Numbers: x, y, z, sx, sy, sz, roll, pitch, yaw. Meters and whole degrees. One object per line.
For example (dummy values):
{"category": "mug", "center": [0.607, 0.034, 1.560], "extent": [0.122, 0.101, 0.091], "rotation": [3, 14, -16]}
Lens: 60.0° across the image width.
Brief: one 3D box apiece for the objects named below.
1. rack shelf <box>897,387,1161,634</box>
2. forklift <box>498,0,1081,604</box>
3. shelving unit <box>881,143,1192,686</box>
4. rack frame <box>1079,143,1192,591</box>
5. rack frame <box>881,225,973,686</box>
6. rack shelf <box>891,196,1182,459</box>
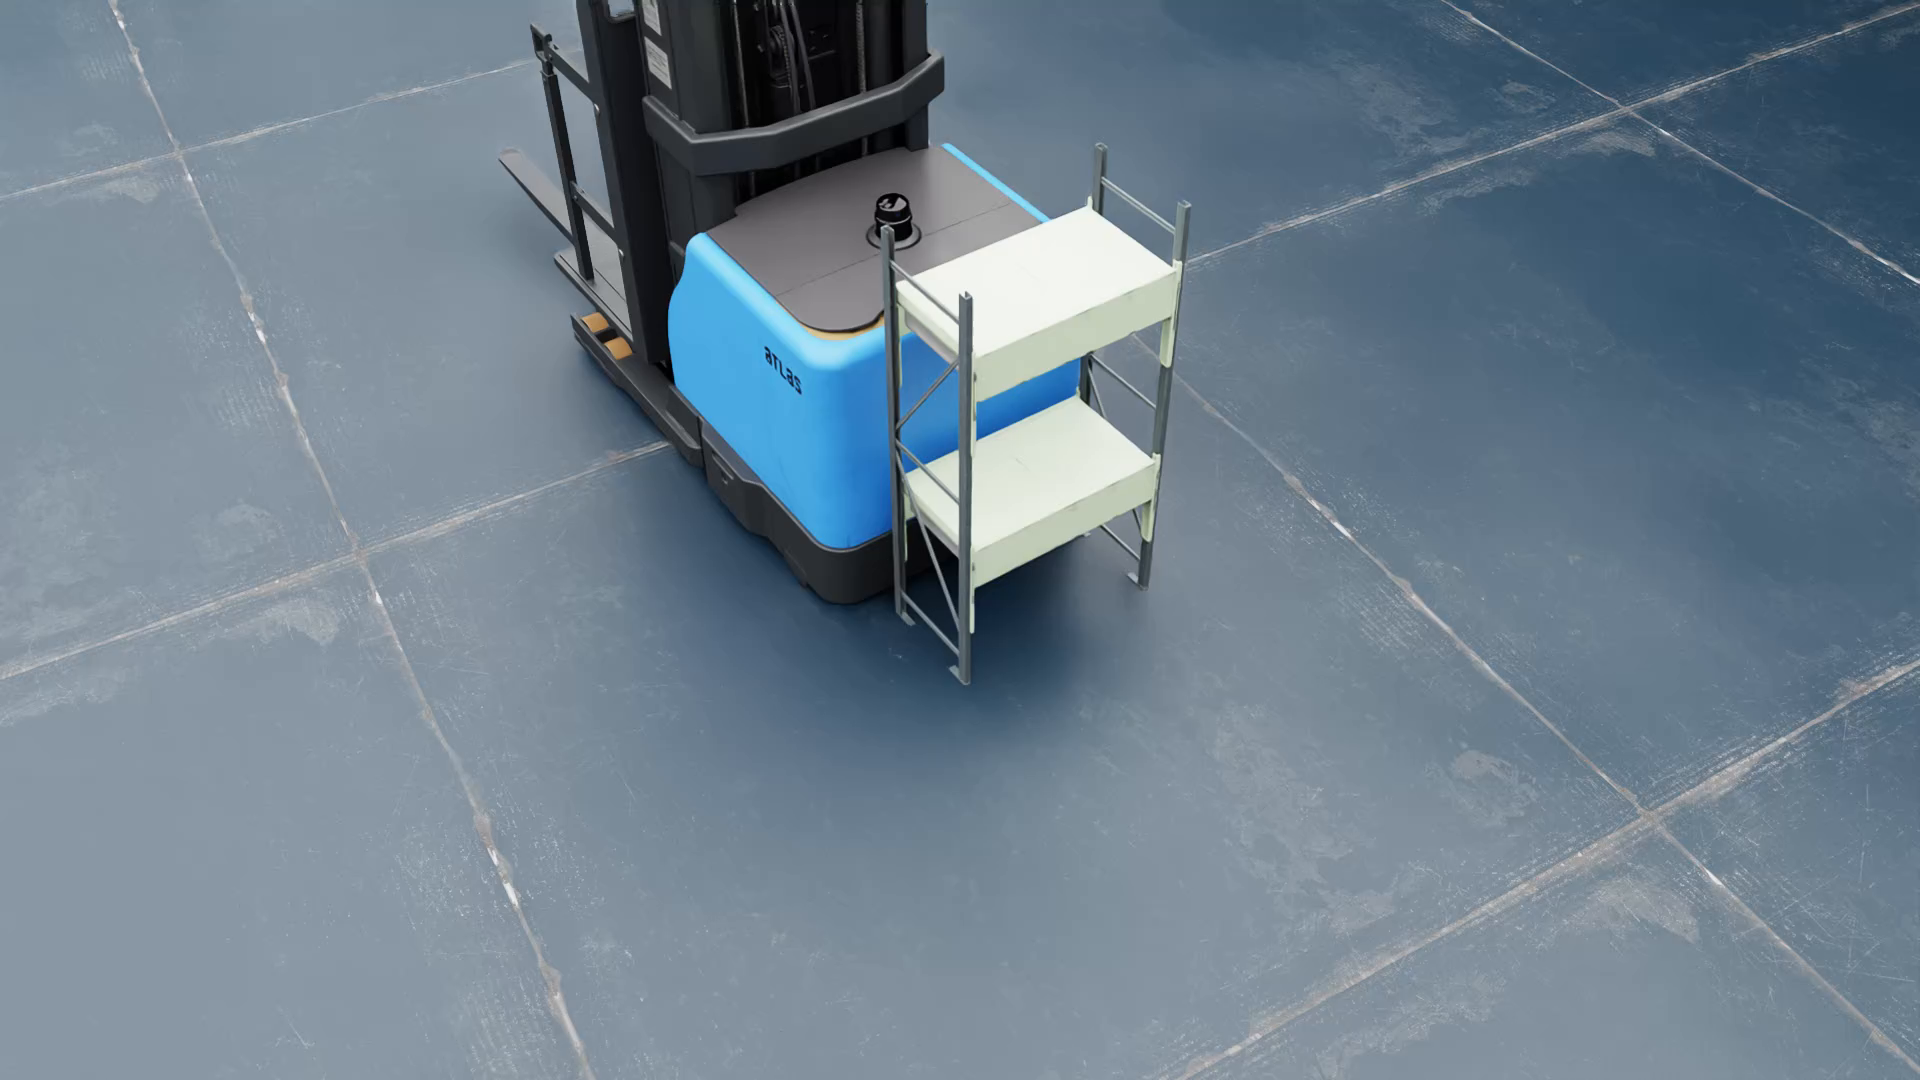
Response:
{"category": "rack shelf", "center": [0.209, -0.104, 5.248], "extent": [0.720, 0.370, 0.431], "rotation": [-26, 50, -24]}
{"category": "forklift", "center": [-0.846, -1.834, 5.535], "extent": [1.130, 2.935, 3.031], "rotation": [-26, 50, -24]}
{"category": "shelving unit", "center": [0.209, -0.338, 5.021], "extent": [0.755, 1.500, 0.431], "rotation": [-26, 50, -24]}
{"category": "rack frame", "center": [0.509, -0.484, 5.172], "extent": [0.023, 1.500, 0.400], "rotation": [-26, 50, -24]}
{"category": "rack frame", "center": [-0.090, -0.191, 4.870], "extent": [0.023, 1.500, 0.400], "rotation": [-26, 50, -24]}
{"category": "rack shelf", "center": [0.209, -0.618, 4.749], "extent": [0.720, 0.370, 0.431], "rotation": [-26, 50, -24]}
